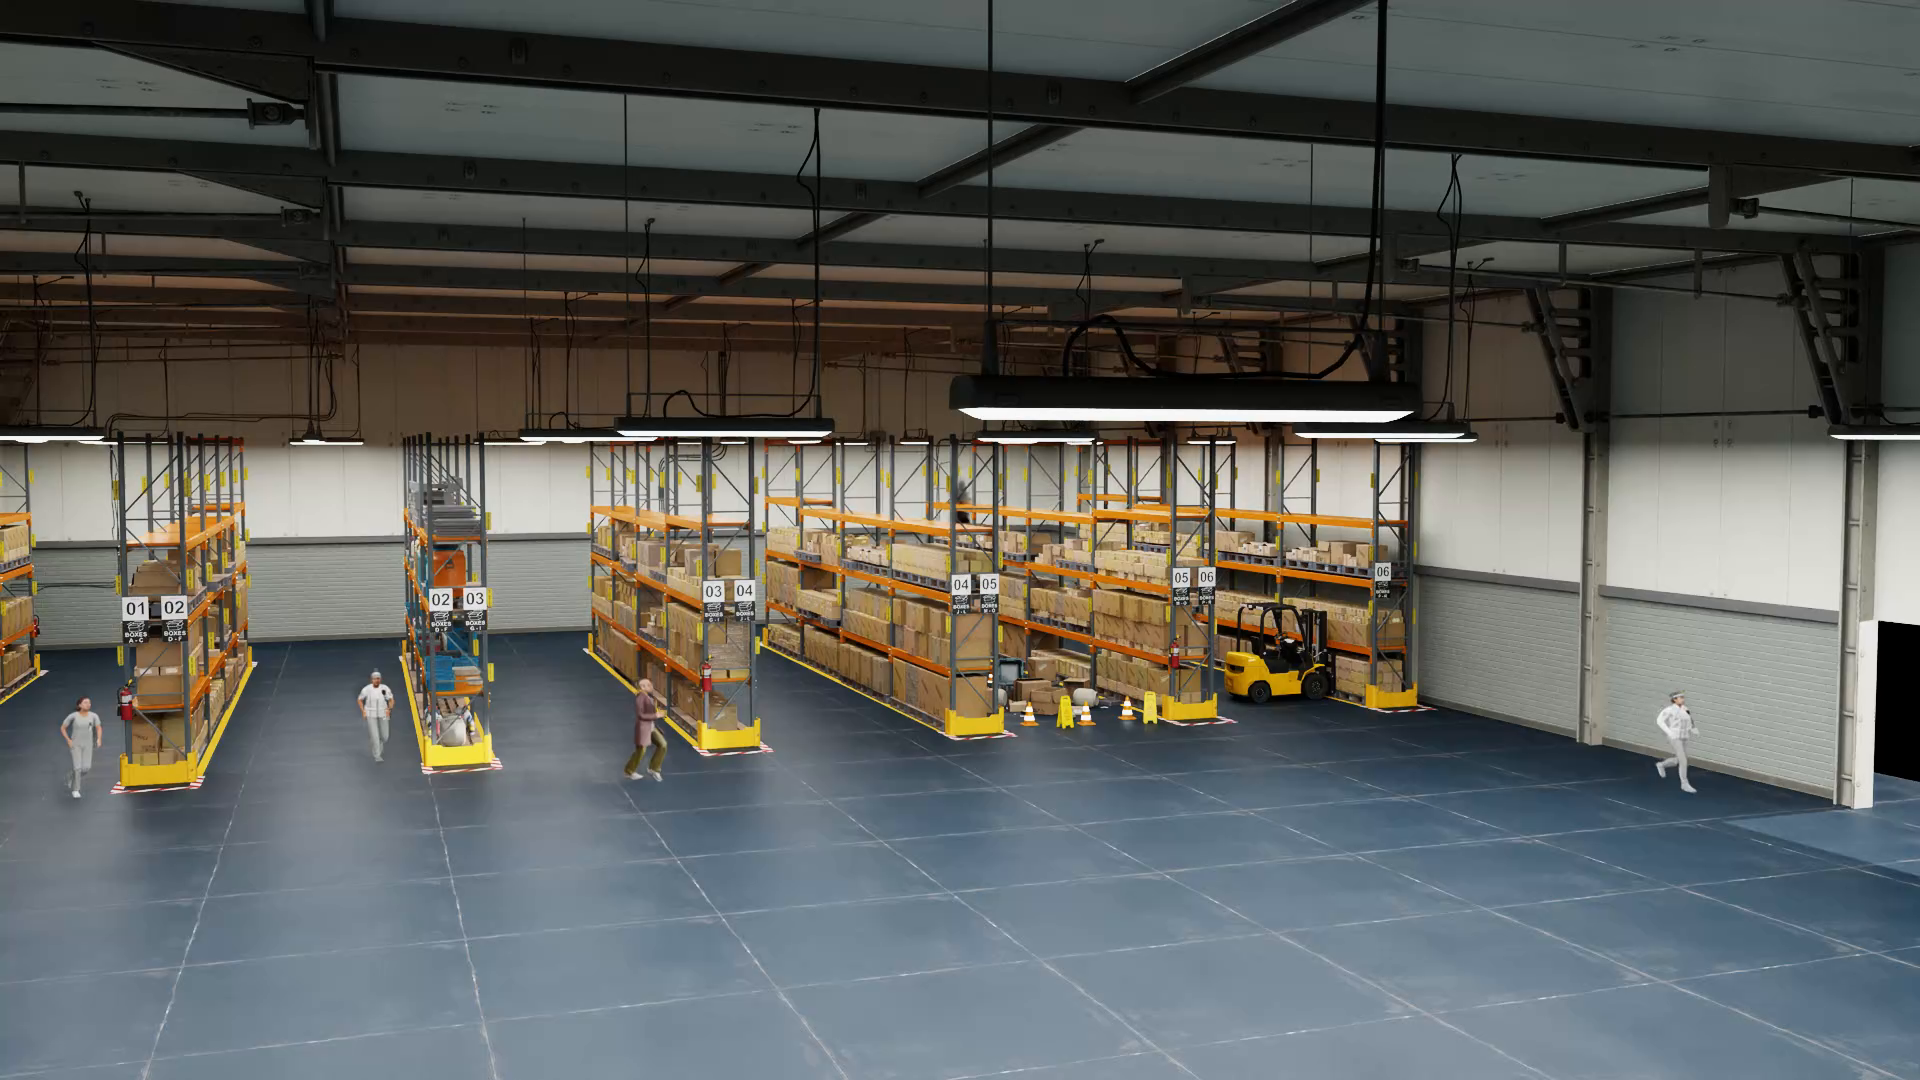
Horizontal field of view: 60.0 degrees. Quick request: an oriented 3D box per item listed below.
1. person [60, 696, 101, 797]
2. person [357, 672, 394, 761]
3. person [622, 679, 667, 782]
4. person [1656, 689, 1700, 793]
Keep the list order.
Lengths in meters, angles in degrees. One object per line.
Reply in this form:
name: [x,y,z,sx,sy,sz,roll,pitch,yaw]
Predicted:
person: [-14.506,3.395,27.468,0.623,1.630,0.546,-3,4,-44]
person: [-10.707,3.212,30.465,0.636,1.623,0.660,-2,4,-27]
person: [-5.426,3.271,28.441,0.774,1.813,0.654,1,3,14]
person: [12.028,3.344,27.943,0.618,1.696,0.843,-2,4,-28]
